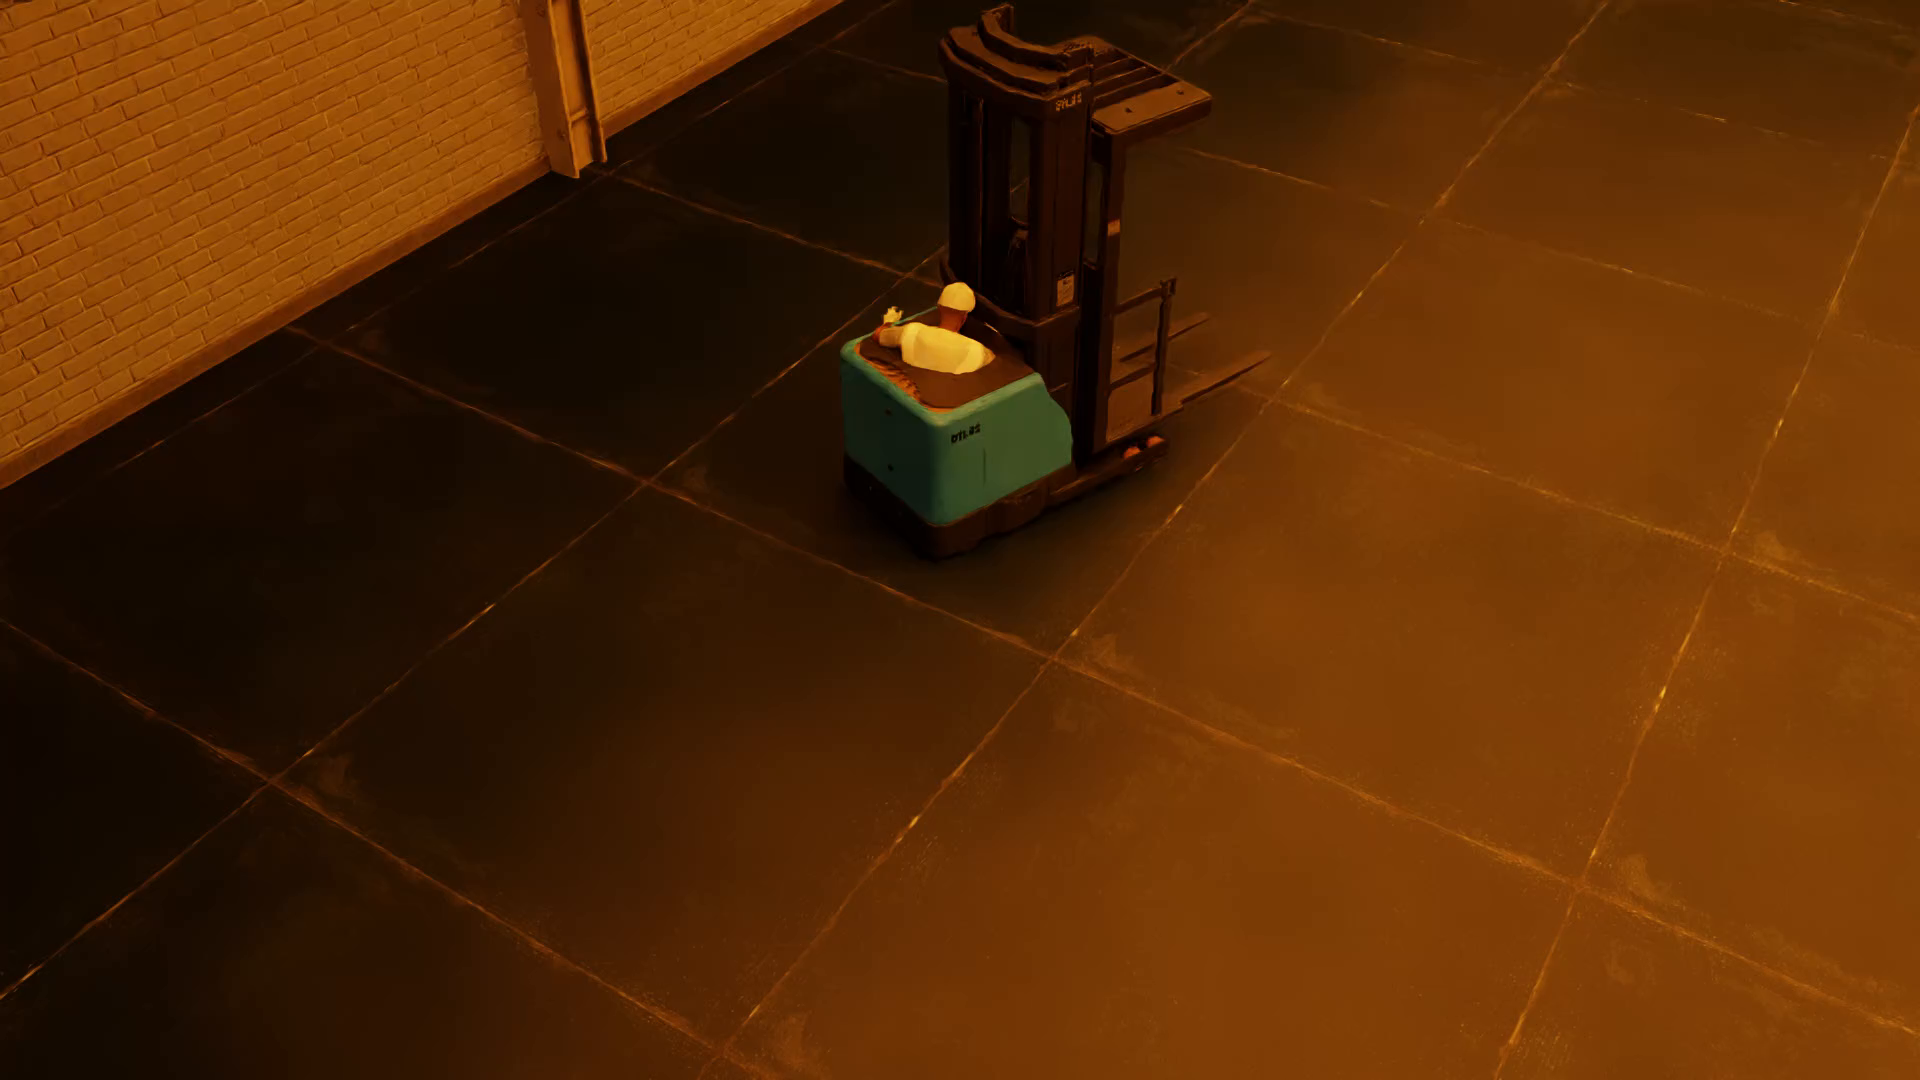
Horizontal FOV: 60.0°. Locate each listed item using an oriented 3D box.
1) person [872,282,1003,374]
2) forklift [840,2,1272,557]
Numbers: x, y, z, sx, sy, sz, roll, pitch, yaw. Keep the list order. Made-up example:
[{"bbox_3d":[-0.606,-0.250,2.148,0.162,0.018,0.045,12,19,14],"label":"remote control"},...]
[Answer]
[{"bbox_3d":[-0.058,-0.974,10.185,0.978,1.499,0.808,11,42,13],"label":"person"},{"bbox_3d":[0.740,-1.800,10.091,3.031,2.935,1.130,-26,47,-28],"label":"forklift"}]
